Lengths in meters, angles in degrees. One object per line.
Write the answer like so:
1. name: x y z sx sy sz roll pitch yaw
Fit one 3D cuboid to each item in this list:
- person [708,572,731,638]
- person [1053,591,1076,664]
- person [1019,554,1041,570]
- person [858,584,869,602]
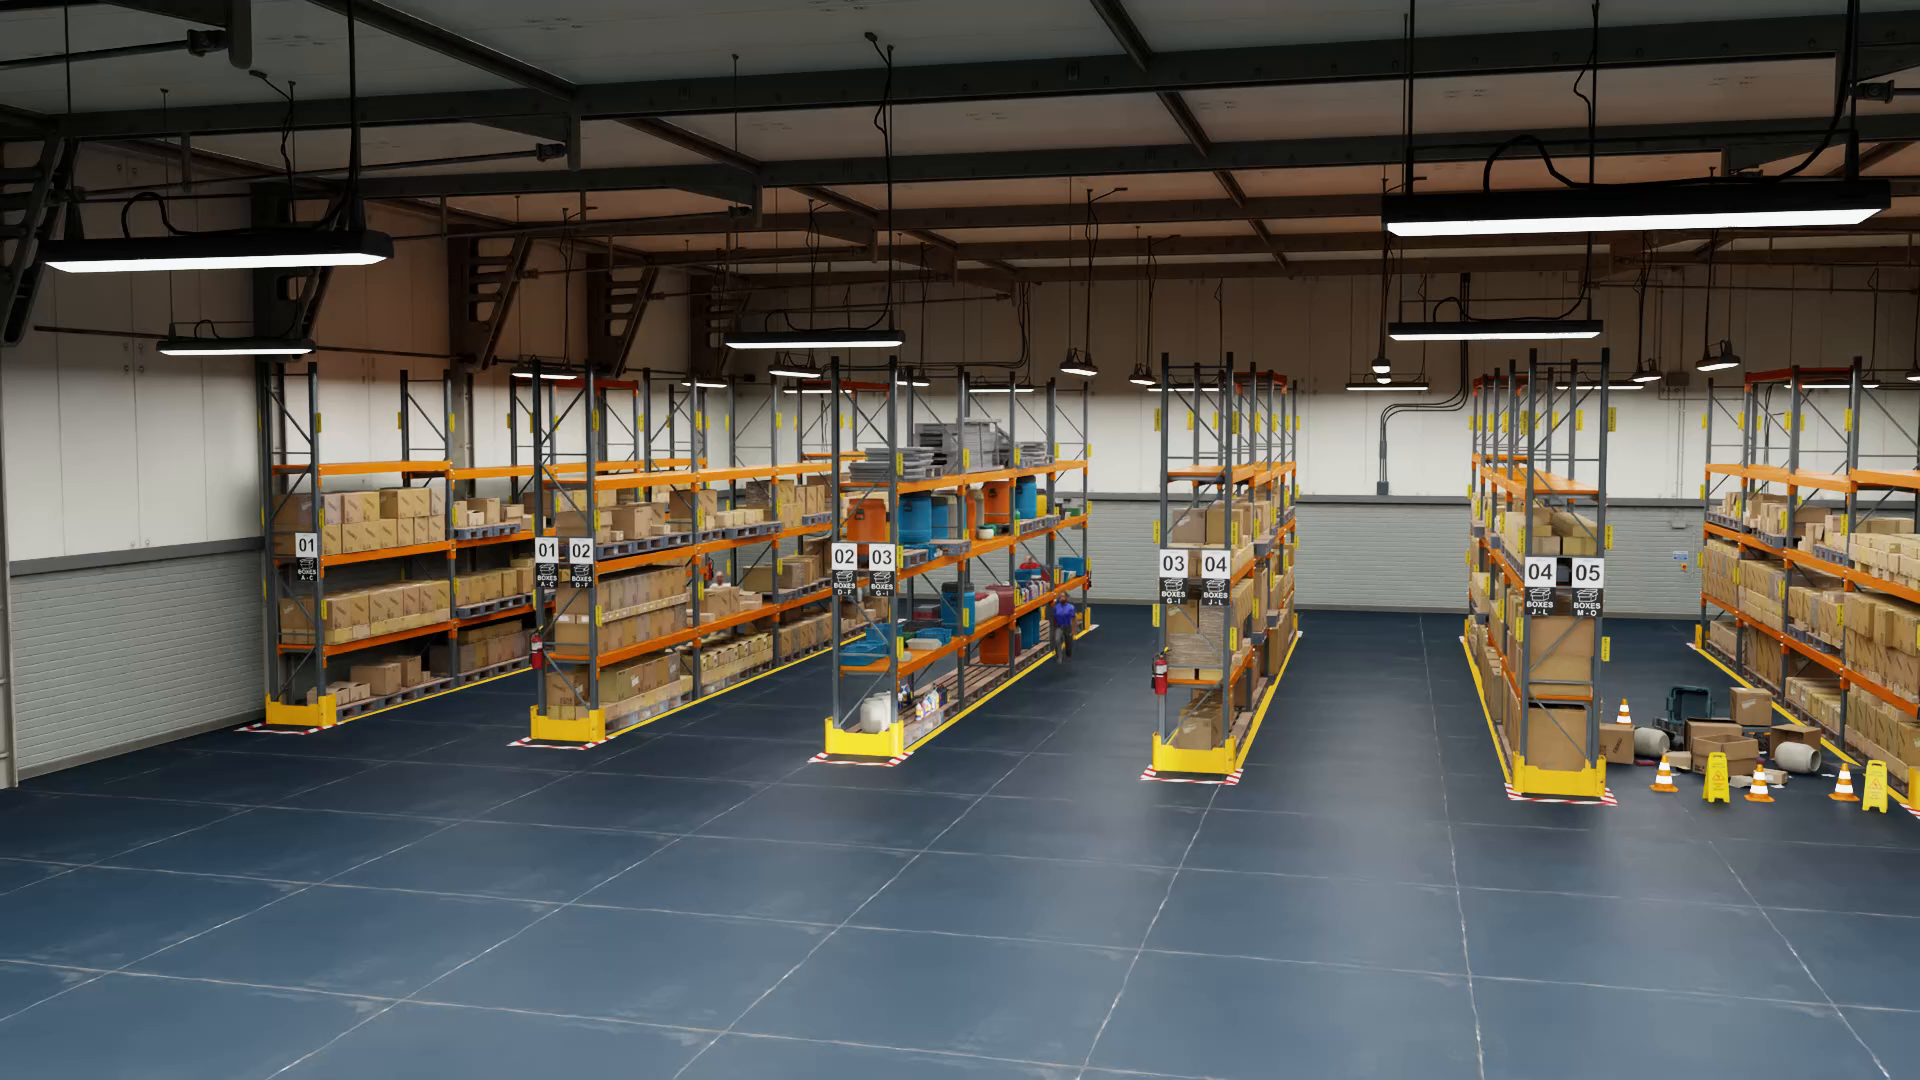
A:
1. person: -5.267 1.559 36.306 0.700 1.718 1.102 1 4 15
2. person: 2.061 1.719 32.820 0.461 1.425 1.033 1 4 7
3. person: 1.840 1.172 42.914 0.677 1.635 0.731 2 4 26
4. person: -2.652 1.072 44.124 0.494 1.626 0.766 -3 5 -36
